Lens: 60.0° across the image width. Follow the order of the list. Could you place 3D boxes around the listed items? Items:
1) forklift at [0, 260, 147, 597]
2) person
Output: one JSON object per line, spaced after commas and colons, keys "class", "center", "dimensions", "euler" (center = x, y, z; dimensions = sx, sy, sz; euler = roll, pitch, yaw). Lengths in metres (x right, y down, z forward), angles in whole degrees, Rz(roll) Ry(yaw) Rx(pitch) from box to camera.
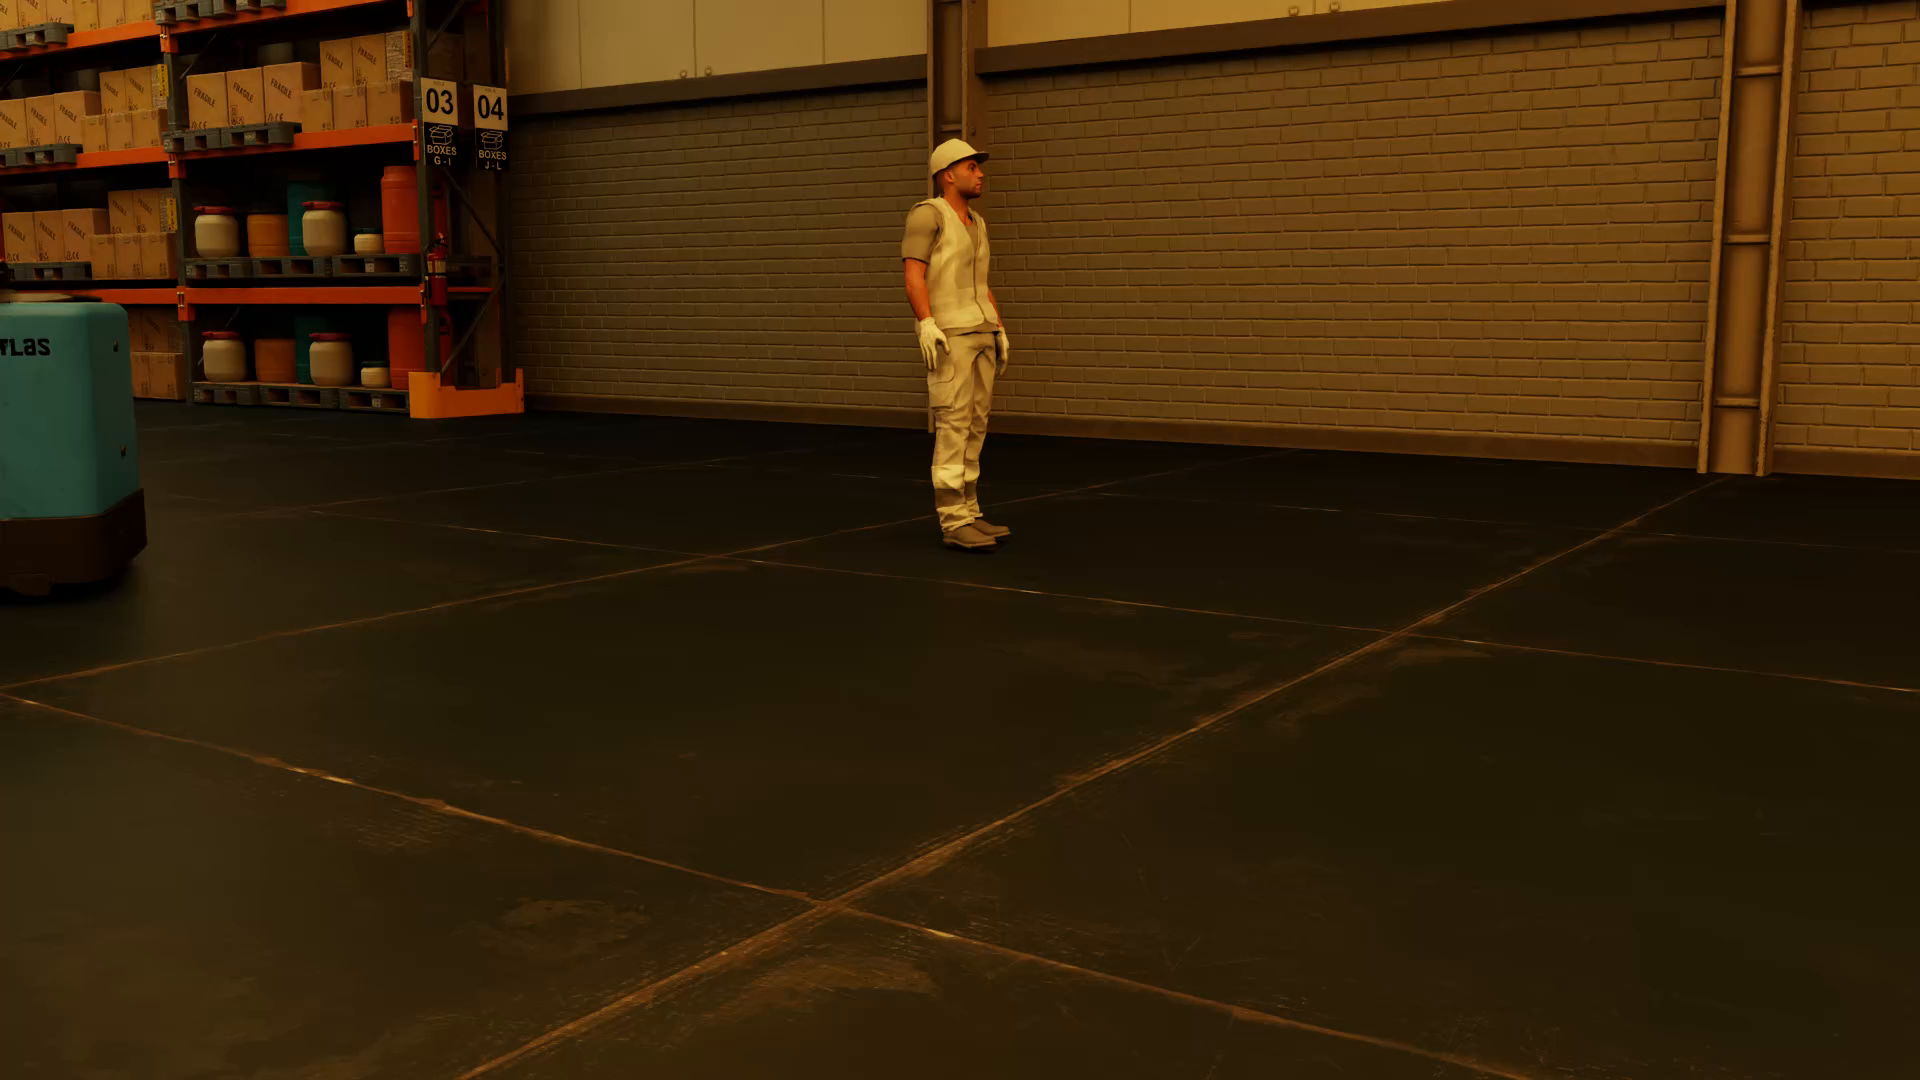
{"class": "forklift", "center": [-4.696, -1.233, 5.865], "dimensions": [3.031, 2.935, 1.130], "euler": [-3, 8, -18]}
{"class": "person", "center": [0.060, -0.885, 7.422], "dimensions": [0.562, 1.790, 0.637], "euler": [5, 10, 34]}
